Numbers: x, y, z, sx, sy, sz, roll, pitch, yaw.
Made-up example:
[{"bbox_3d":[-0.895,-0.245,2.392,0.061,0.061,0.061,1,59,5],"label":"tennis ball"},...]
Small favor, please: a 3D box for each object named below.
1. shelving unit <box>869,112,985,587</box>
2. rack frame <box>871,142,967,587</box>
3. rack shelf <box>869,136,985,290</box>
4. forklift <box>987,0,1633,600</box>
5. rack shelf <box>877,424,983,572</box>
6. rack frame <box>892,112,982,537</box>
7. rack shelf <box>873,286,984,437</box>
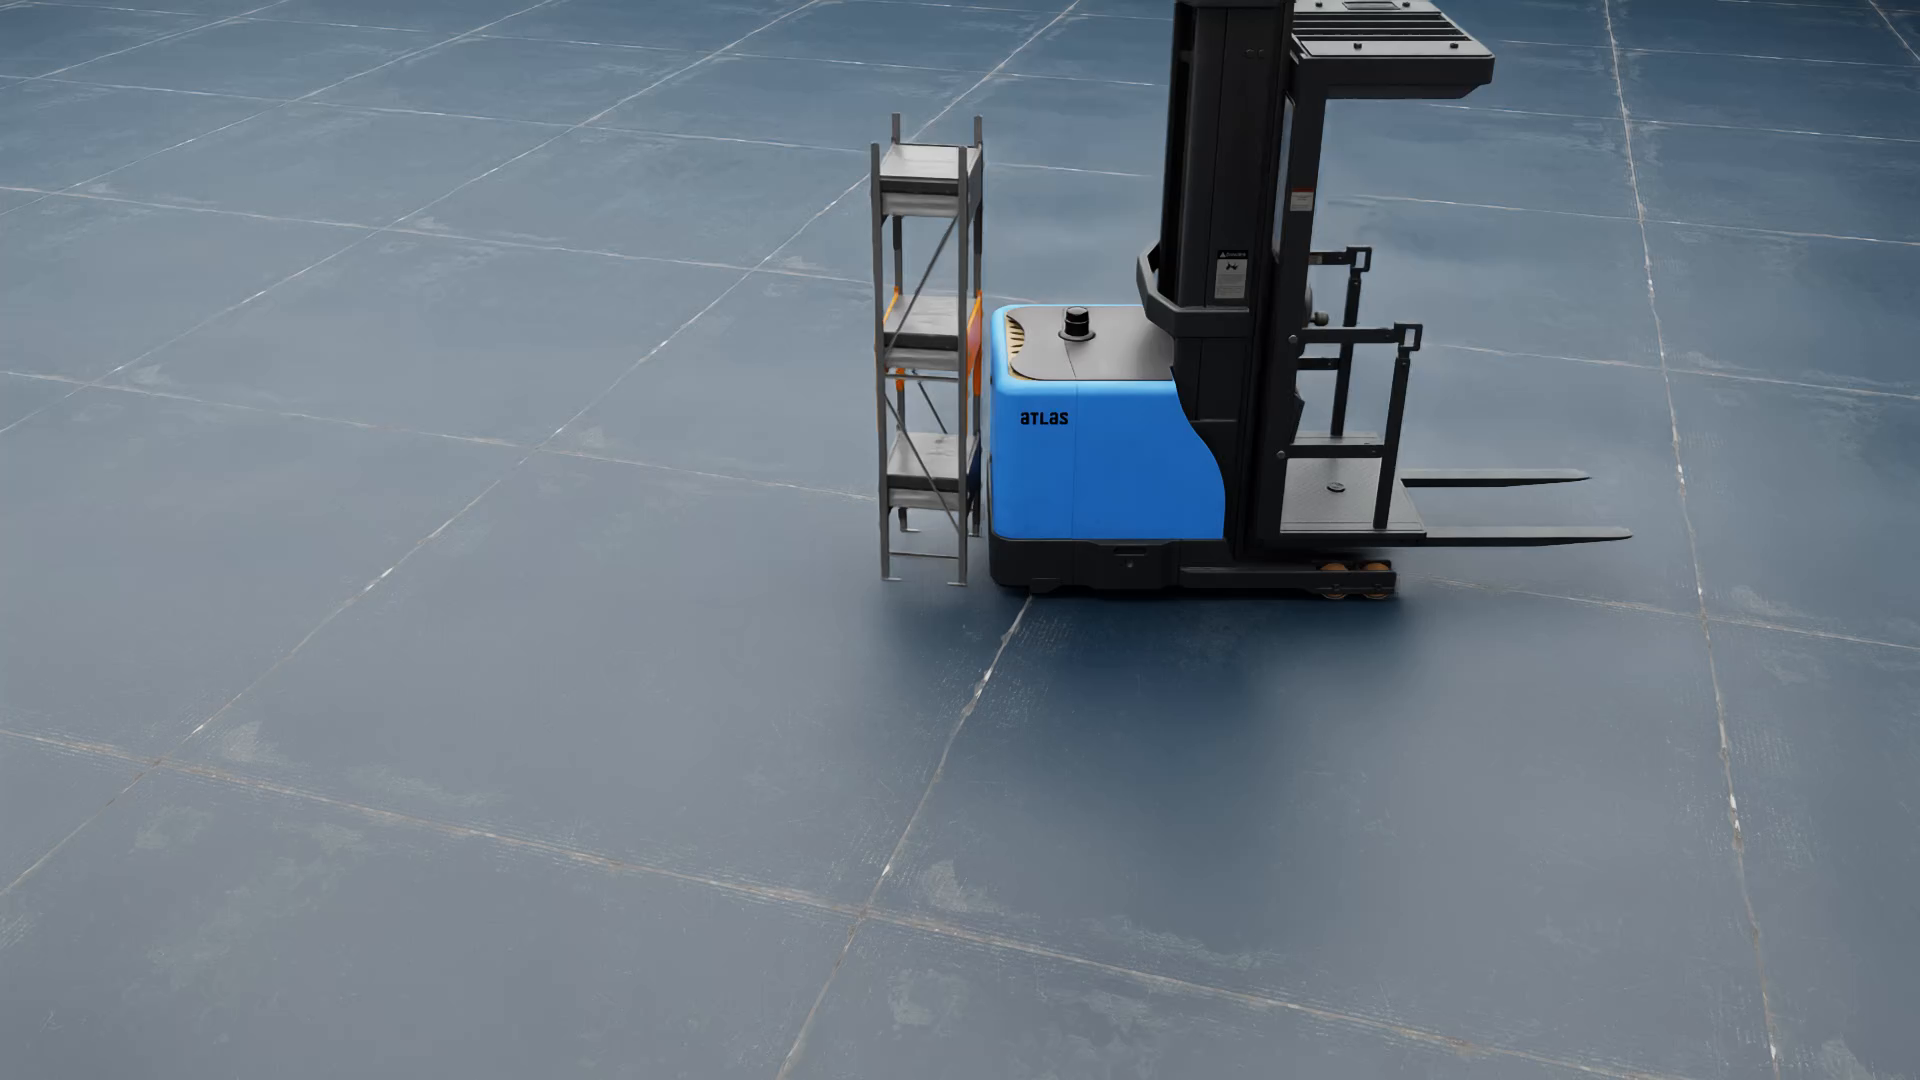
[{"bbox_3d":[-0.136,-0.831,7.583,0.431,2.100,0.503,4,29,7],"label":"shelving unit"},{"bbox_3d":[-0.170,-0.713,7.372,0.400,2.100,0.015,4,29,7],"label":"rack frame"},{"bbox_3d":[-0.136,-1.430,7.249,0.431,0.518,0.480,4,29,7],"label":"rack shelf"},{"bbox_3d":[1.655,-1.263,7.506,3.031,2.935,1.130,0,29,0],"label":"forklift"},{"bbox_3d":[-0.136,-0.207,7.930,0.431,0.518,0.480,4,29,7],"label":"rack shelf"},{"bbox_3d":[-0.101,-0.948,7.794,0.400,2.100,0.015,4,29,7],"label":"rack frame"},{"bbox_3d":[-0.136,-0.819,7.590,0.431,0.518,0.480,4,29,7],"label":"rack shelf"}]
